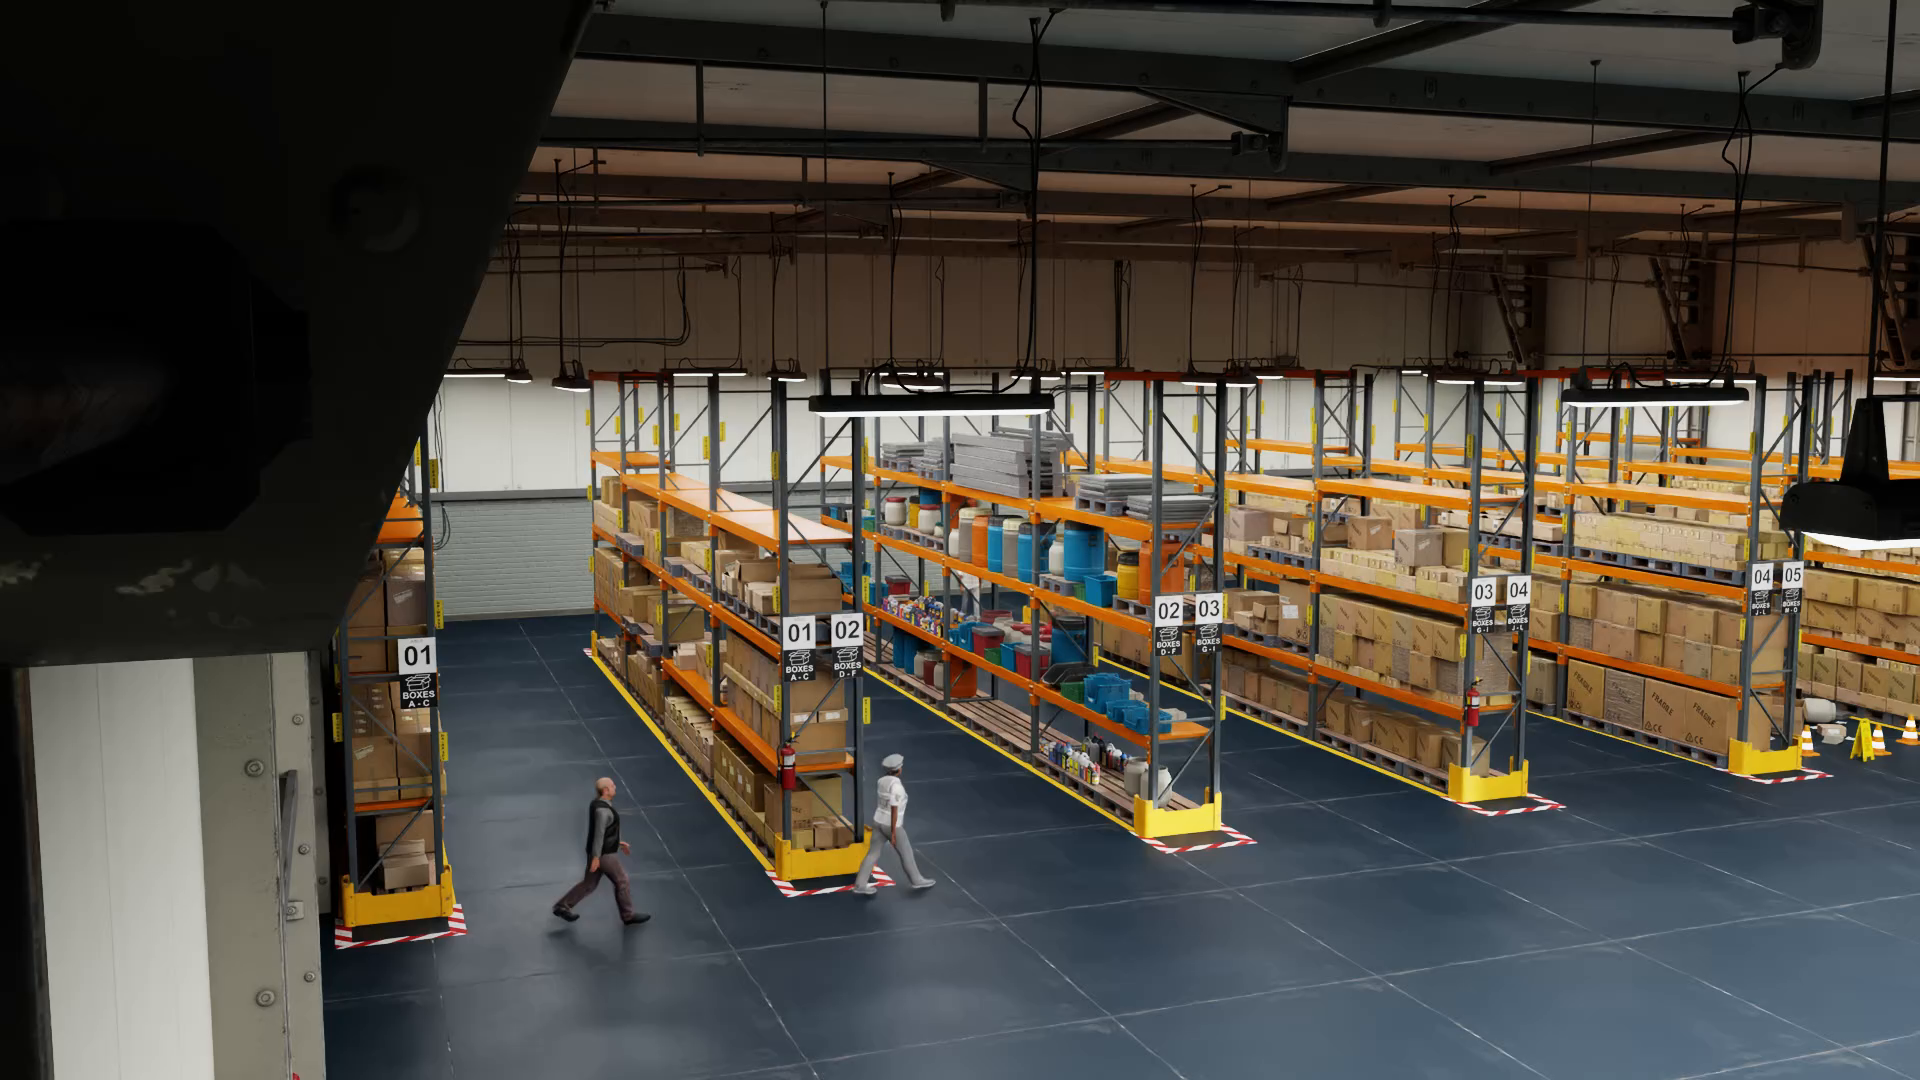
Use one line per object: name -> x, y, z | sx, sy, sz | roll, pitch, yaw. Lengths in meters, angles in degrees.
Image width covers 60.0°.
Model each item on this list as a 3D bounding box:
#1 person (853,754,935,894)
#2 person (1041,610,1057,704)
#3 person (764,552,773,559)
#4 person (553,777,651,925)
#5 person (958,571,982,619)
person -> -0.790, 3.323, 19.539 | 1.013, 1.613, 0.511 | -4, 7, -31
person -> 1.723, 2.124, 30.093 | 0.589, 1.724, 0.555 | -1, 6, -10
person -> -4.541, 1.090, 39.534 | 0.702, 1.681, 0.656 | -1, 6, -8
person -> -3.974, 3.448, 18.368 | 1.067, 1.672, 0.576 | -1, 6, -8
person -> 0.265, 1.091, 39.184 | 0.627, 1.704, 1.077 | -2, 7, -17
